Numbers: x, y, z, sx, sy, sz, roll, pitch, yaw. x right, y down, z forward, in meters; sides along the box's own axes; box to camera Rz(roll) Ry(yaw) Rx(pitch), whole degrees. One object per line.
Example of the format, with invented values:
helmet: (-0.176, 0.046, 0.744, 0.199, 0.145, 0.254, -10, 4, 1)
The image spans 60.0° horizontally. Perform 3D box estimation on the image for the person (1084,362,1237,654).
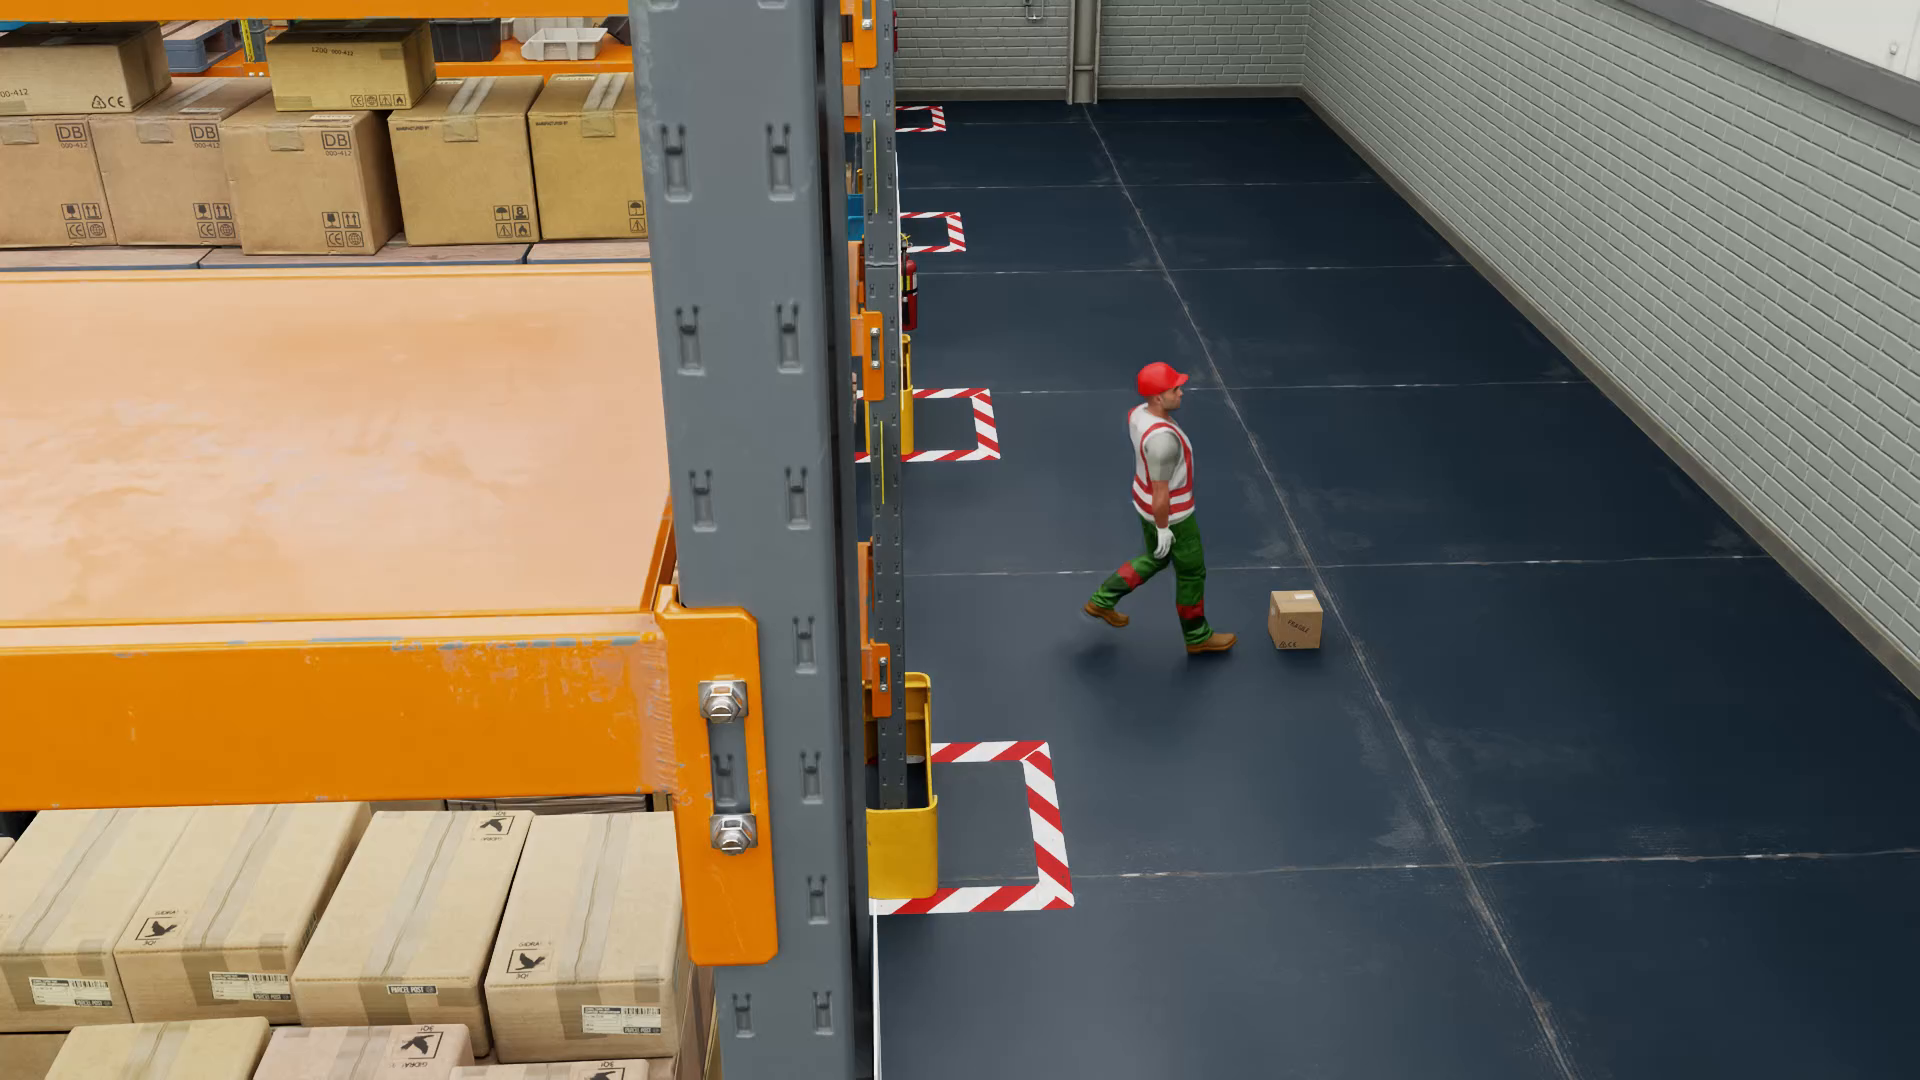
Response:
person: (1.163, -0.175, 9.278, 0.850, 1.767, 0.545, -6, 28, -11)
